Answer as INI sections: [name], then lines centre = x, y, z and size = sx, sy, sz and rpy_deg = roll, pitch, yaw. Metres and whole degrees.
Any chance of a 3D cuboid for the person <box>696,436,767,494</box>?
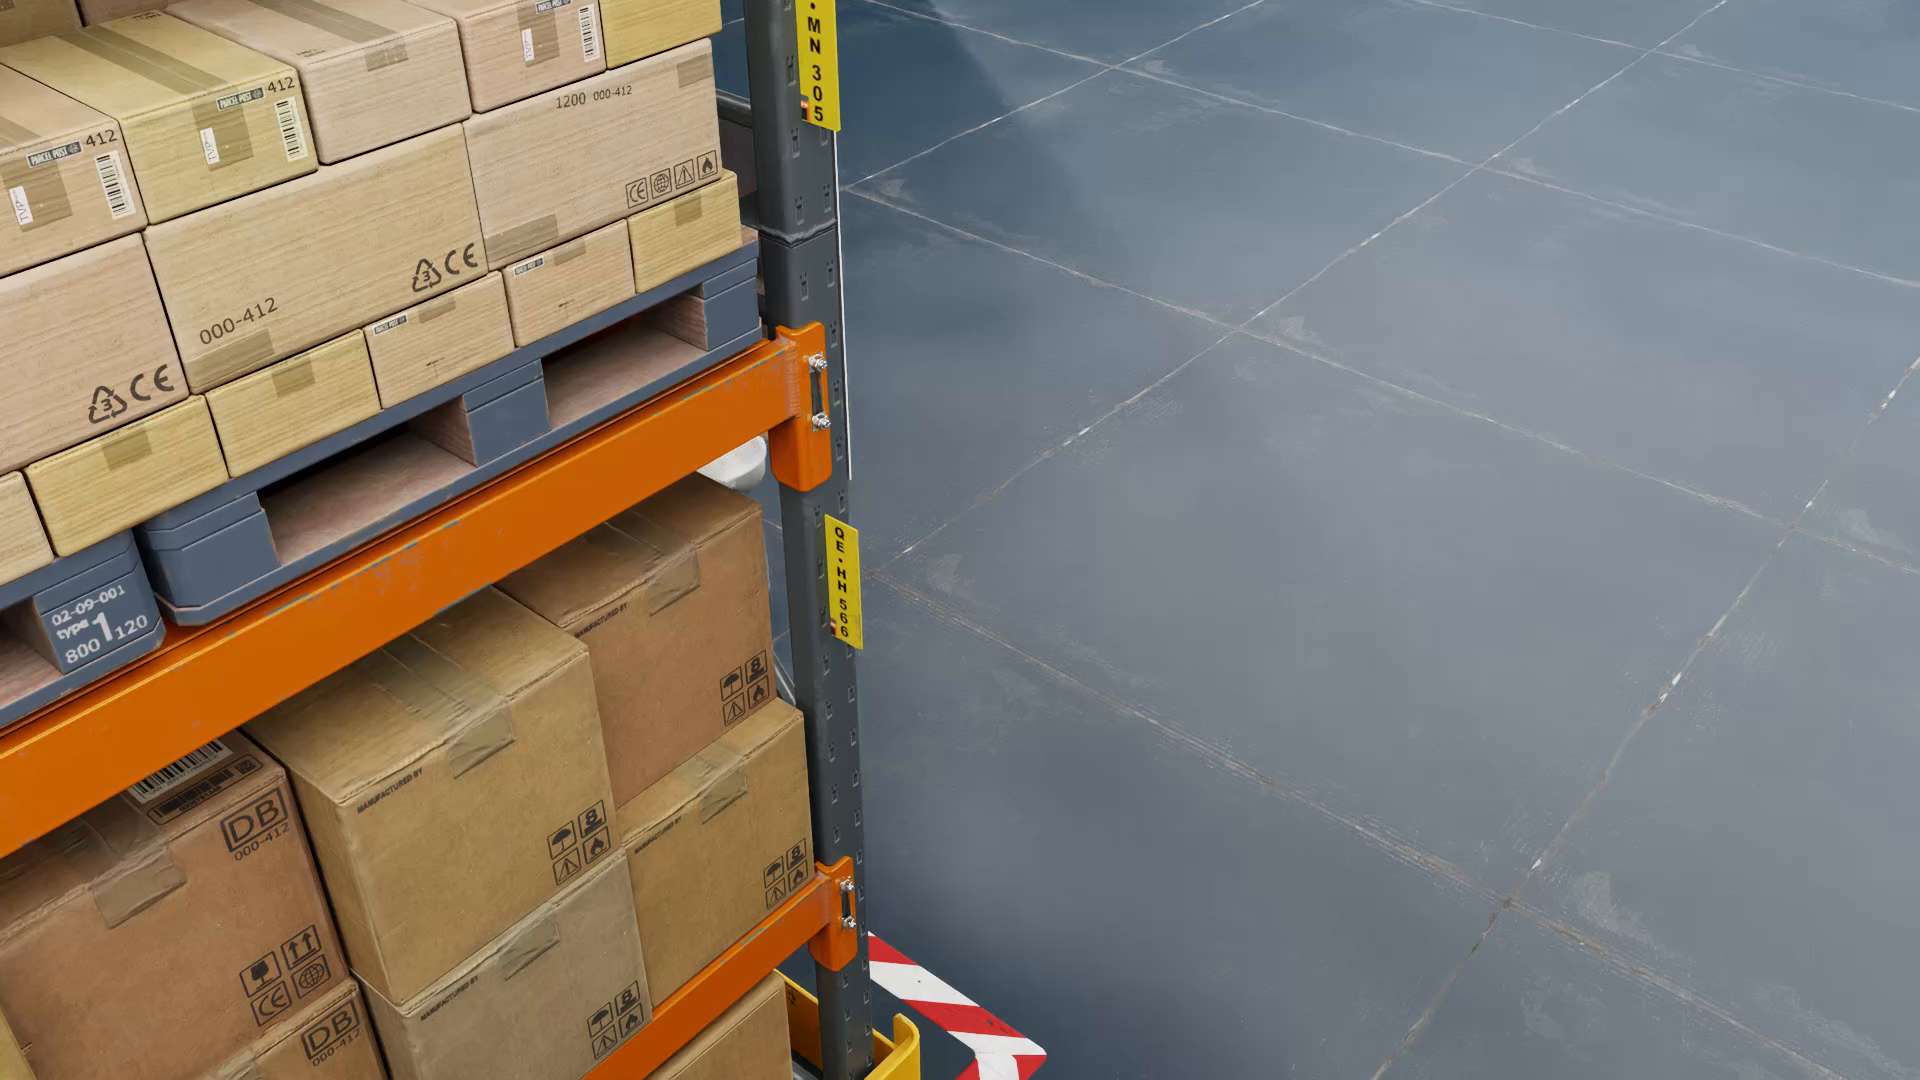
[person]
centre = -1.143, -0.325, 6.816
size = 0.691, 1.432, 0.532
rpy_deg = 26, 43, 32
